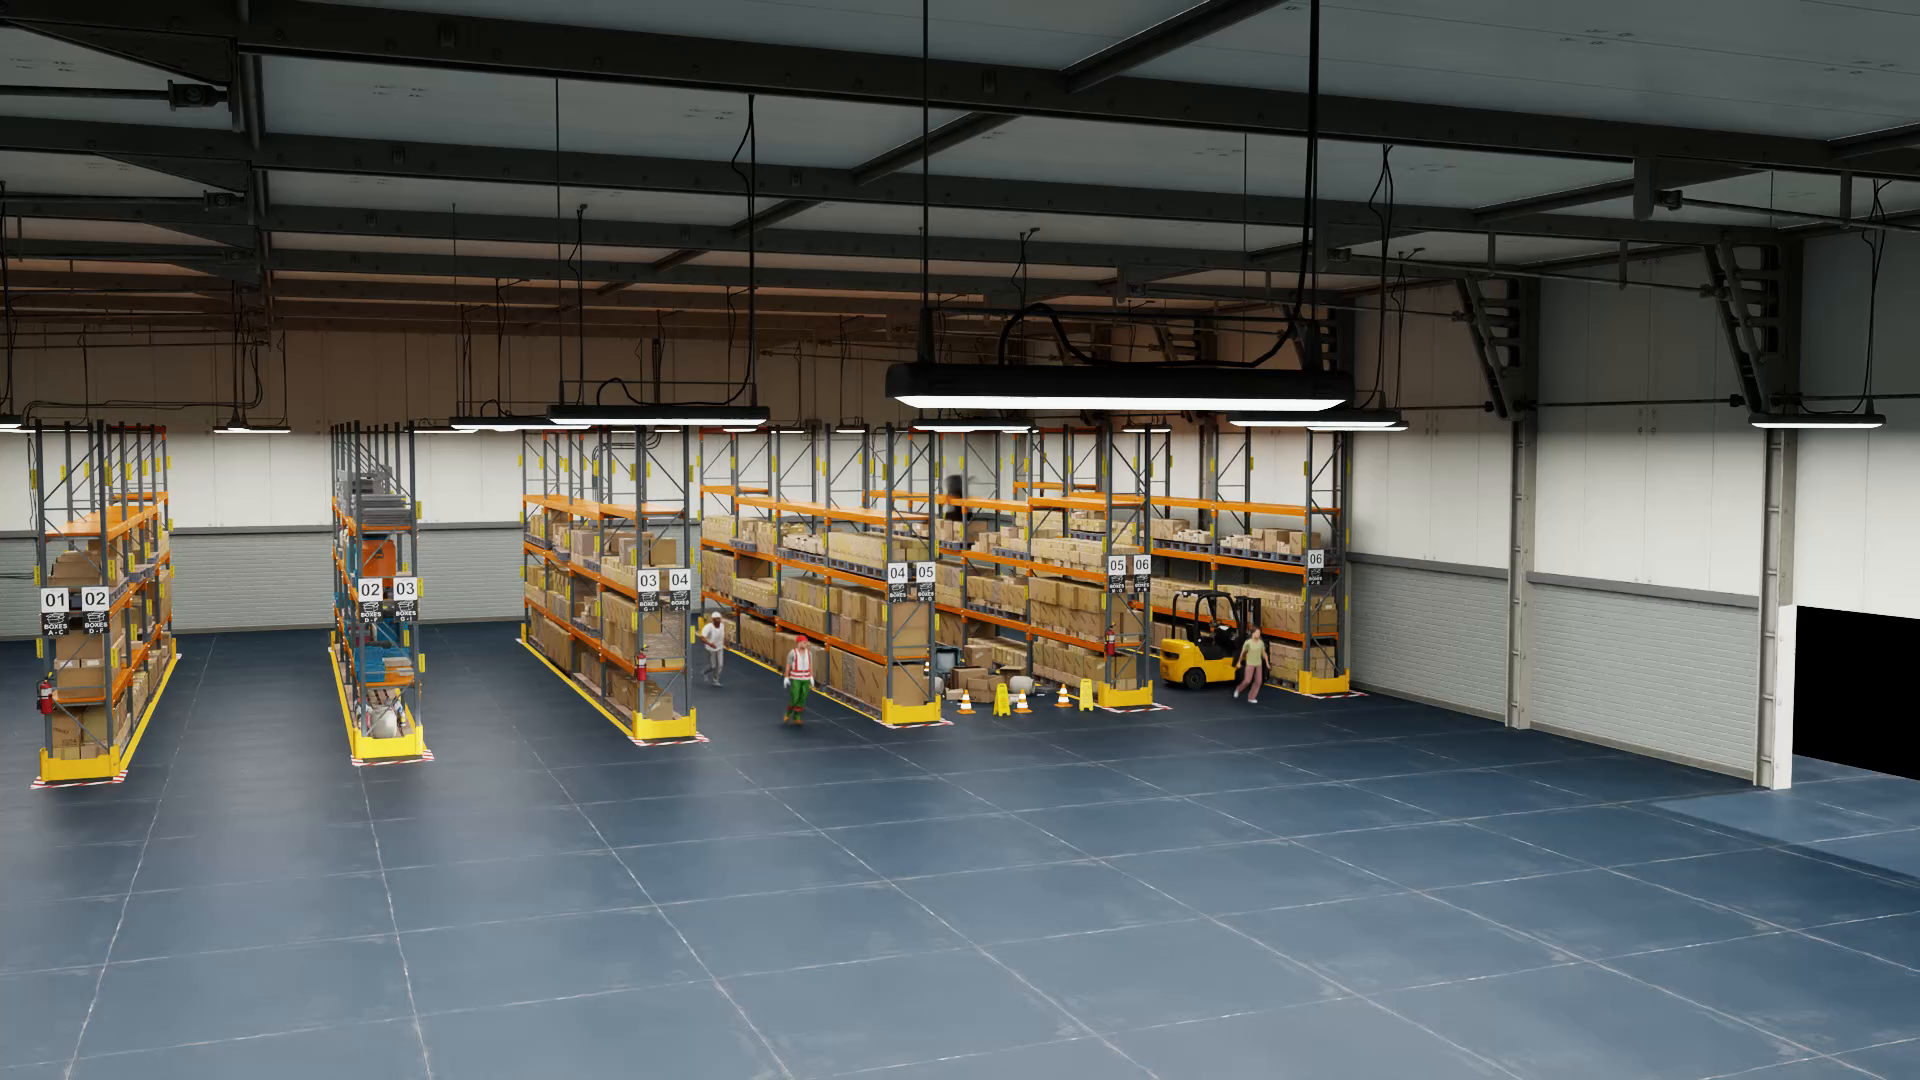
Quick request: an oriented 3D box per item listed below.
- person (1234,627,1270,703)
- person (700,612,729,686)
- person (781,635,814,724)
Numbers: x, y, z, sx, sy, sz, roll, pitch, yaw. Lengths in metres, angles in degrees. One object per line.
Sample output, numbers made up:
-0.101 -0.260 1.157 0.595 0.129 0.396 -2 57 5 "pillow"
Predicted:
6.242 2.672 35.684 0.621 1.638 0.638 -1 4 -19 "person"
-5.676 2.494 38.158 0.697 1.714 0.767 -3 5 -39 "person"
-3.218 2.763 32.909 0.644 1.776 0.458 -2 4 -34 "person"
